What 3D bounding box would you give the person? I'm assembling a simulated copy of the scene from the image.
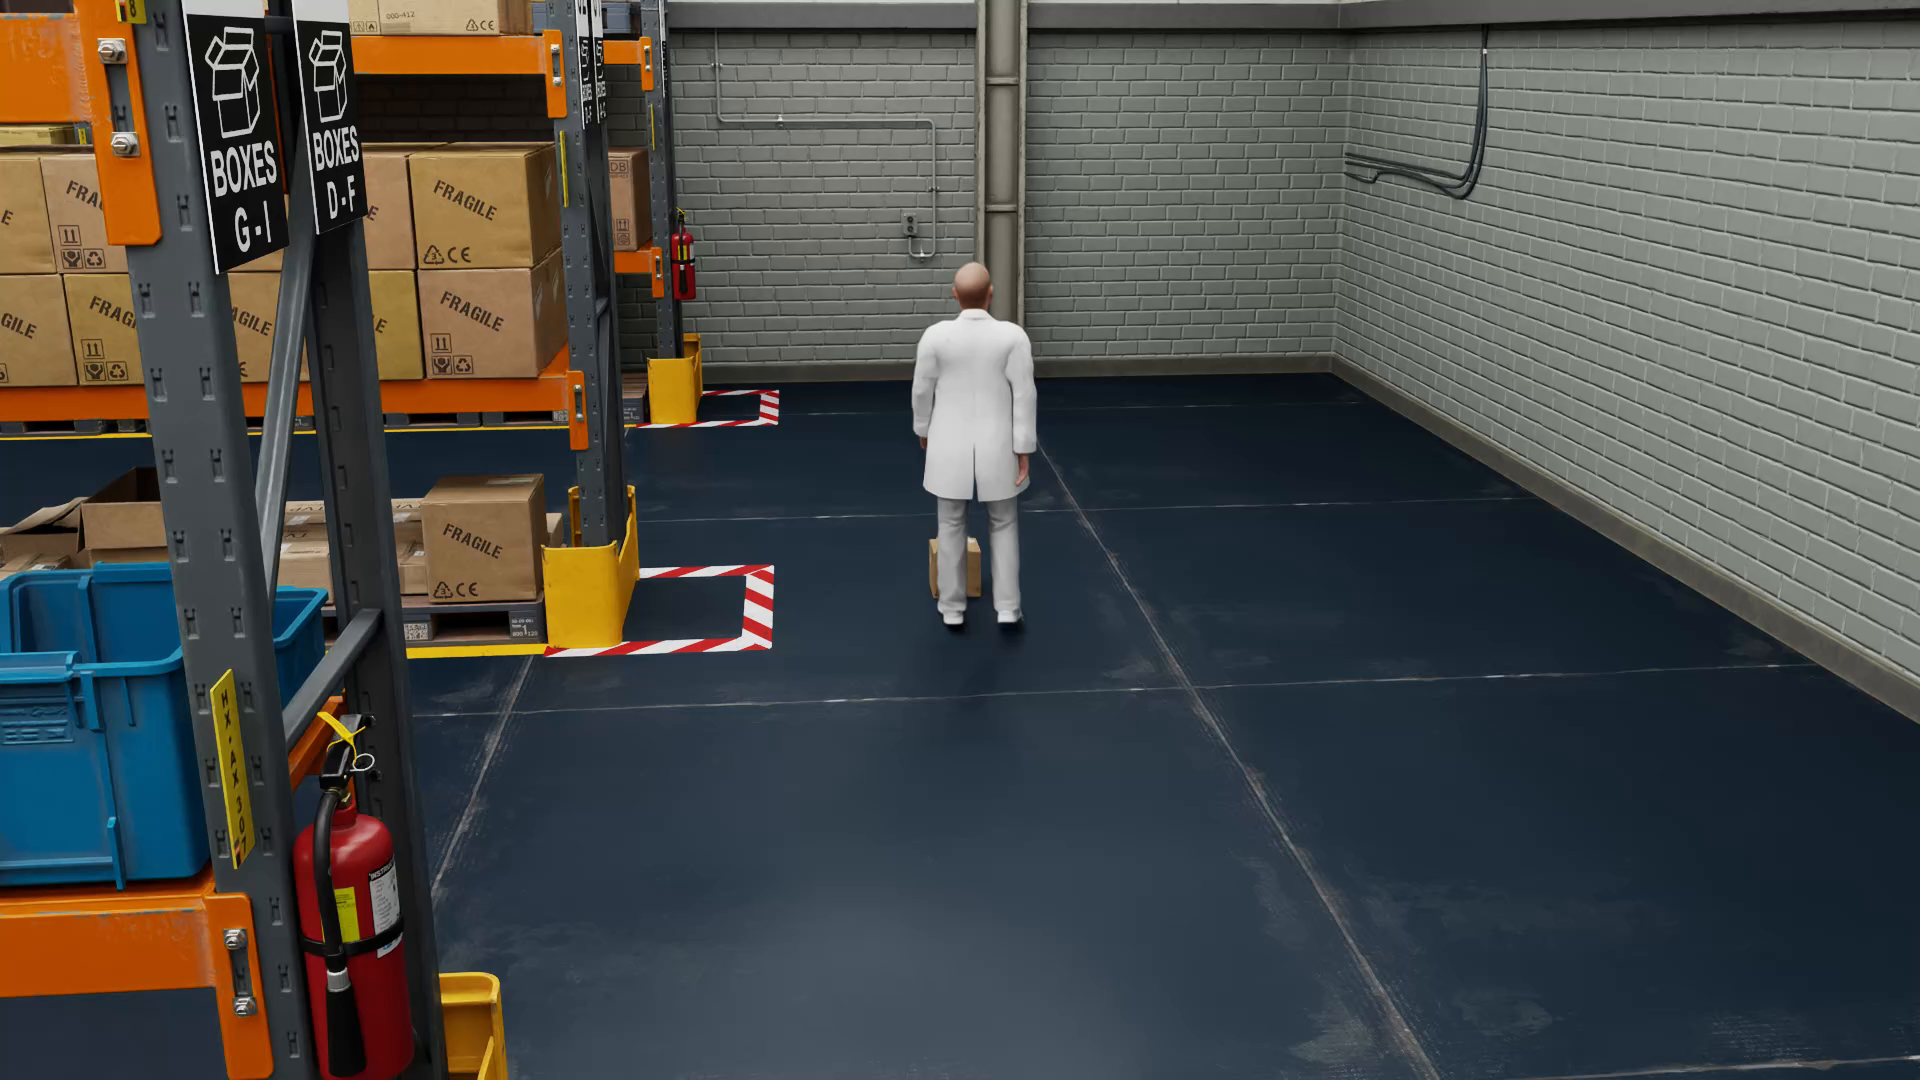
[{"bbox_3d":[0.067,-0.450,8.054,0.591,1.807,0.490,0,16,-1],"label":"person"}]
